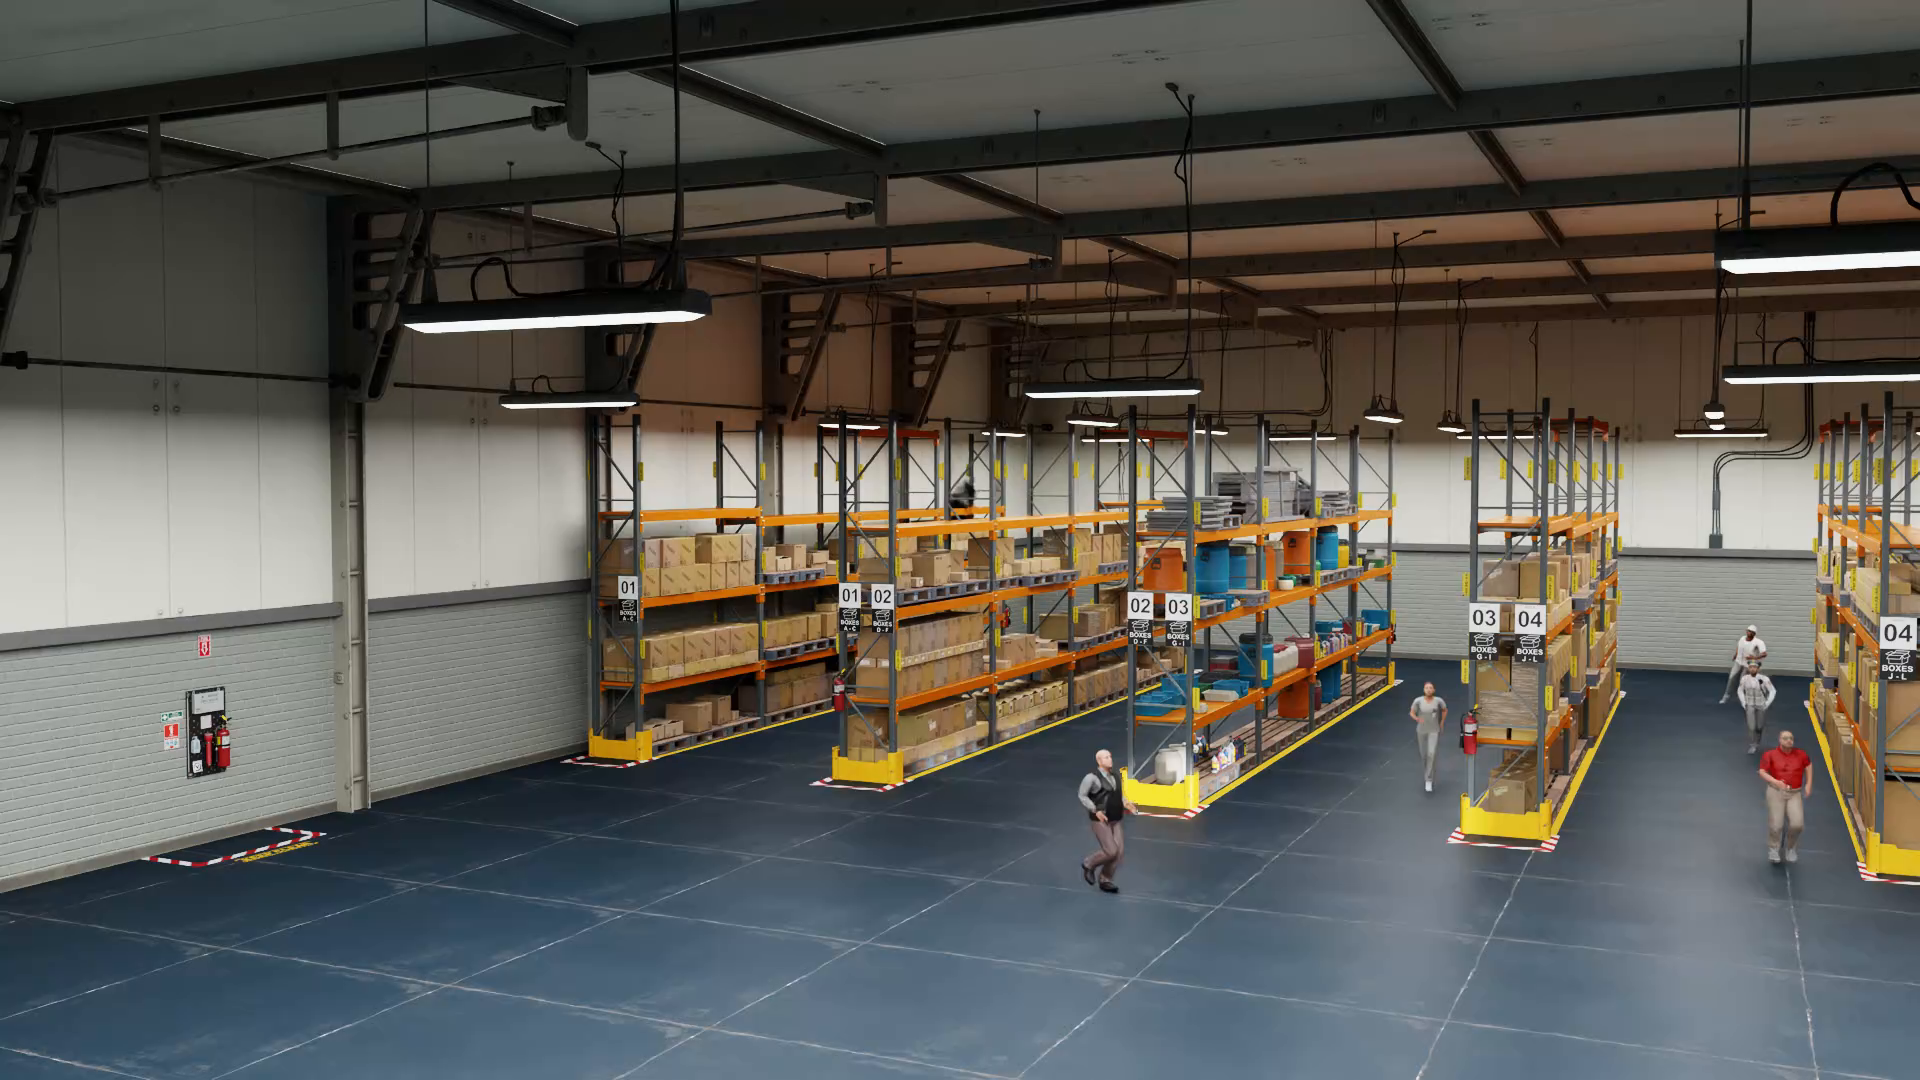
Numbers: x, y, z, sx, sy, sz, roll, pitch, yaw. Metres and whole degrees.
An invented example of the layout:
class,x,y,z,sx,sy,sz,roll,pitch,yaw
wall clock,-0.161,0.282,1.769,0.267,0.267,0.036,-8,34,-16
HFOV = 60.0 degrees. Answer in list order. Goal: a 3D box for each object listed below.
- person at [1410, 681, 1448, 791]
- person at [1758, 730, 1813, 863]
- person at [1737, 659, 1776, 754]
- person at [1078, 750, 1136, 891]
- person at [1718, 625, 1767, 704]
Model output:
class,x,y,z,sx,sy,sz,roll,pitch,yaw
person,7.436,3.073,26.428,0.561,1.687,0.891,1,3,23
person,10.563,3.285,21.219,0.691,1.722,0.666,0,2,11
person,14.233,2.957,29.724,0.626,1.681,0.621,1,3,31
person,1.760,3.343,19.836,0.656,1.674,0.600,-2,3,-41
person,16.877,2.687,35.713,0.794,1.741,0.808,-1,3,-32
